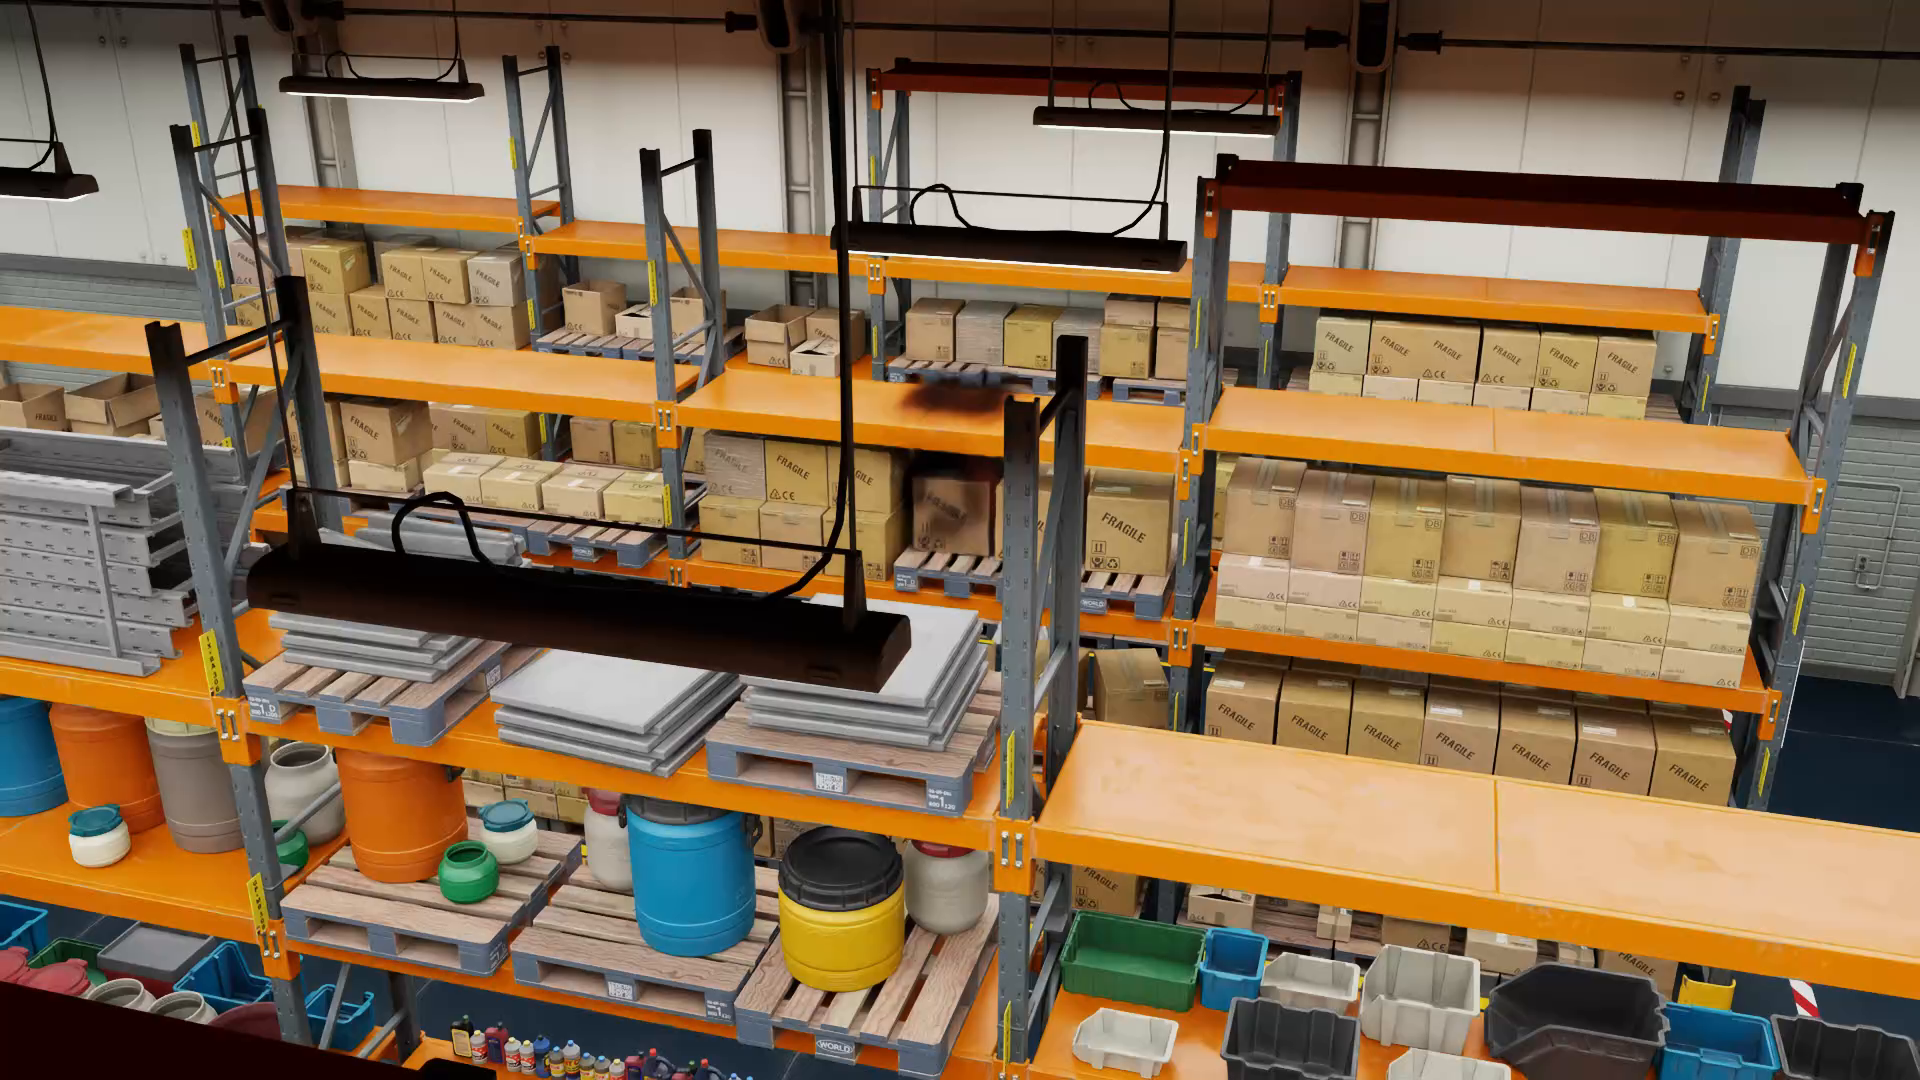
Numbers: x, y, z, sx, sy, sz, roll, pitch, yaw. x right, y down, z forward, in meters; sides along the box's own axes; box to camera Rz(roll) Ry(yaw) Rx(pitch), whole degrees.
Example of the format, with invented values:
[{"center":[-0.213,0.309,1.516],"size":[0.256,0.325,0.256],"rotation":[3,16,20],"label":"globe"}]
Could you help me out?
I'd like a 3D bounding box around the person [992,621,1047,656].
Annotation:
[{"center":[0.539,1.091,15.547],"size":[0.448,1.850,0.674],"rotation":[-5,23,-13],"label":"person"}]
